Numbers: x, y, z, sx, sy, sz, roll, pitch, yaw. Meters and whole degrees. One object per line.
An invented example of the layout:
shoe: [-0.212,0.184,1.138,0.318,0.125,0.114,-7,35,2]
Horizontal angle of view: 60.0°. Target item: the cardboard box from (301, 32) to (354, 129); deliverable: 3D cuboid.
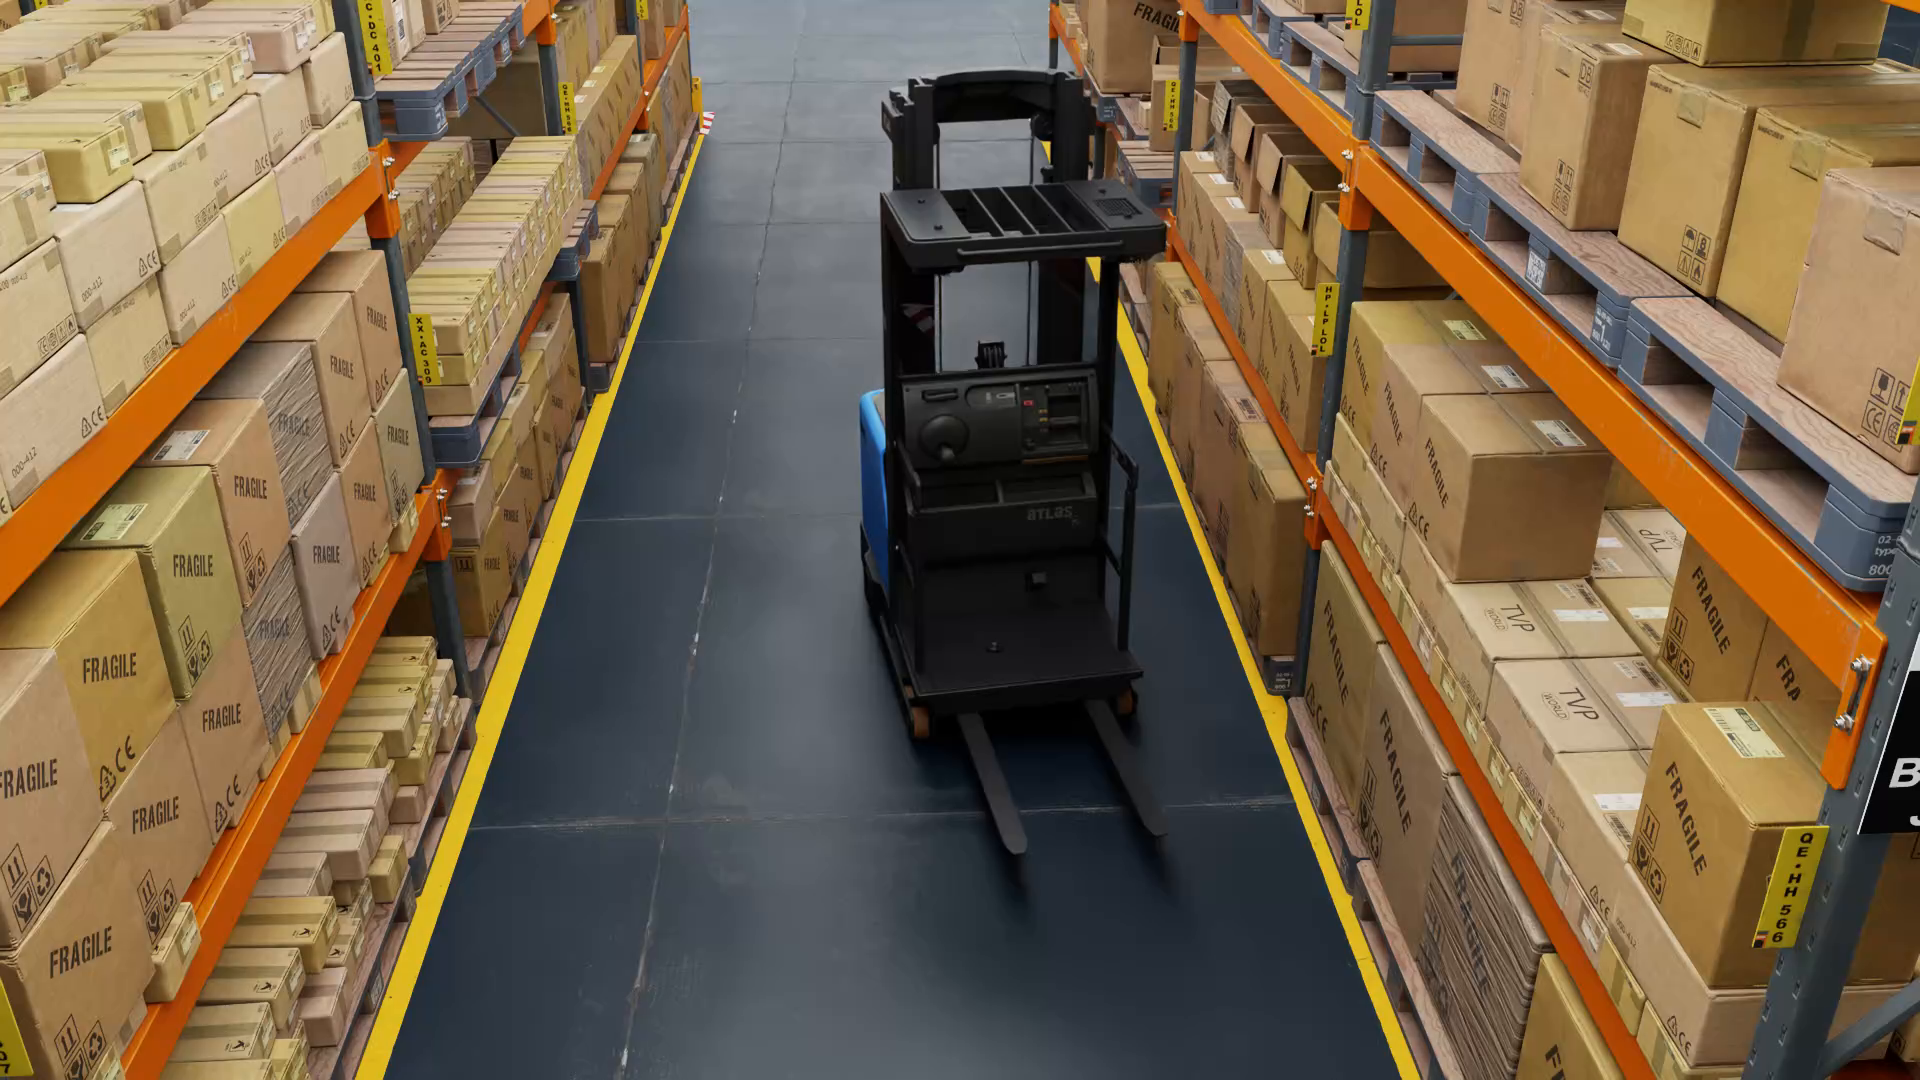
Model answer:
cardboard box: [-2.564,-1.693,6.131,0.500,0.250,0.500,-3,28,-5]

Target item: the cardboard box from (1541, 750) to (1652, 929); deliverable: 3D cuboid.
cardboard box: [2.009,0.842,4.733,0.500,0.250,0.500,-2,28,-4]

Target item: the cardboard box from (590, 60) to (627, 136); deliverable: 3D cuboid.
cardboard box: [-2.912,-3.453,13.018,0.500,0.500,0.500,-1,28,-2]

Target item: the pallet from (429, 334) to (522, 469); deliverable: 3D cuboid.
pallet: [-2.736,-0.687,8.030,1.003,0.211,1.213,-1,28,-3]

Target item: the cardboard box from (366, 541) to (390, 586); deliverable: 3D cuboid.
cardboard box: [-2.517,0.064,6.656,0.380,0.149,0.250,0,28,-1]

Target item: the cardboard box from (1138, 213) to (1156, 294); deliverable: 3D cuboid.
cardboard box: [1.775,-2.249,13.045,0.700,0.500,0.500,1,28,2]

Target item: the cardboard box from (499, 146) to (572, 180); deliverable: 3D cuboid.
cardboard box: [-2.556,-2.270,10.033,0.380,0.149,0.250,-2,28,-3]

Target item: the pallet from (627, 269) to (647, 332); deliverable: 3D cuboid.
pallet: [-3.077,-1.954,13.268,1.003,0.211,1.213,-1,28,-3]

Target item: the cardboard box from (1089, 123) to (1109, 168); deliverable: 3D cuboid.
cardboard box: [1.570,-3.996,16.416,0.500,0.500,0.500,-4,28,-7]

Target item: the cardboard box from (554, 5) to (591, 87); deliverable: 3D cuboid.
cardboard box: [-3.148,-3.664,12.342,0.700,0.500,0.500,-2,28,-3]

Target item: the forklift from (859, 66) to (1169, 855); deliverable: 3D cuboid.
forklift: [0.240,-0.534,7.604,1.130,2.935,3.031,-5,28,-10]

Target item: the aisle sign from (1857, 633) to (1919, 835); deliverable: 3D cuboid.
aisle sign: [2.030,0.247,3.222,0.394,0.787,0.004,-1,28,-3]

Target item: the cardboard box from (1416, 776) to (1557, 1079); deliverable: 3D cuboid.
cardboard box: [2.165,1.401,5.664,0.875,0.875,0.875,-1,28,-3]

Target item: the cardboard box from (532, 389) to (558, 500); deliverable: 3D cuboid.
cardboard box: [-2.688,-0.559,9.827,0.500,0.500,0.500,-3,28,-5]

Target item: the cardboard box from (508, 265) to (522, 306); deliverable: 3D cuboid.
cardboard box: [-2.463,-1.298,8.492,0.380,0.149,0.250,0,28,-1]

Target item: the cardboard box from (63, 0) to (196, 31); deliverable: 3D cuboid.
cardboard box: [-3.068,-1.937,6.167,0.380,0.149,0.250,-2,28,-4]

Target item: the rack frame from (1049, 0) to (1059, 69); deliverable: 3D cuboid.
rack frame: [1.490,-6.030,18.068,1.000,3.000,0.127,-1,28,-3]

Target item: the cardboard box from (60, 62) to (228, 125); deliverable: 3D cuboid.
cardboard box: [-2.459,-1.343,5.028,0.380,0.149,0.250,-2,28,-3]

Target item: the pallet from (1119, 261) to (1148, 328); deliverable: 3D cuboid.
pallet: [1.808,-2.022,13.399,1.003,0.211,1.213,-1,28,-3]

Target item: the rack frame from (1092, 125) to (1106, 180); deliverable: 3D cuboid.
rack frame: [1.699,-4.183,14.526,1.000,3.000,0.127,-1,28,-3]

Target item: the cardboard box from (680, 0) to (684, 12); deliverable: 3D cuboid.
cardboard box: [-3.404,-5.853,17.567,0.875,0.550,0.550,-1,28,-3]

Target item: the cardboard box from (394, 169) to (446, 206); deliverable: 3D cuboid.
cardboard box: [-3.182,-2.023,9.560,0.380,0.149,0.250,-3,28,-5]

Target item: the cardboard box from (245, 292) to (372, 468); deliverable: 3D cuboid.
cardboard box: [-2.515,-0.586,6.118,0.500,0.500,0.500,-2,28,-4]

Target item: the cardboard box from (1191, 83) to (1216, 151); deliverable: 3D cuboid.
cardboard box: [1.840,-2.815,11.341,0.500,0.500,0.500,-5,28,-9]

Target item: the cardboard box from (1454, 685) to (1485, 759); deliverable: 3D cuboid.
cardboard box: [1.899,0.608,5.613,0.380,0.149,0.250,-1,28,-2]

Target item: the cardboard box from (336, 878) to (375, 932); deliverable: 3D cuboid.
cardboard box: [-2.480,1.435,6.383,0.380,0.149,0.250,-1,28,-2]

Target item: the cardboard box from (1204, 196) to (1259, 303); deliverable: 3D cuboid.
cardboard box: [1.721,-1.674,9.608,0.500,0.500,0.500,-2,28,-4]

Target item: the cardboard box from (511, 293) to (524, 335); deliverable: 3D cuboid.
cardboard box: [-2.458,-1.160,8.548,0.380,0.149,0.250,-3,28,-5]

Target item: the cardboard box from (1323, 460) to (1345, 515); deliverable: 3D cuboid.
cardboard box: [1.800,-0.232,7.224,0.380,0.149,0.250,-1,28,-3]

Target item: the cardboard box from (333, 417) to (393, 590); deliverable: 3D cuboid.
cardboard box: [-2.508,-0.135,6.336,0.500,0.500,0.500,-2,28,-4]

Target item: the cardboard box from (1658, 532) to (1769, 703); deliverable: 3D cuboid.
cardboard box: [2.511,0.263,5.032,0.500,0.500,0.500,-2,28,-4]

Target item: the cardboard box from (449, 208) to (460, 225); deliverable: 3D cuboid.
cardboard box: [-3.200,-1.877,9.923,0.380,0.149,0.250,0,28,0]

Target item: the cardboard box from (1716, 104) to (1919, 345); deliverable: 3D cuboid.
cardboard box: [2.336,-0.748,4.026,0.700,0.500,0.500,-2,28,-5]

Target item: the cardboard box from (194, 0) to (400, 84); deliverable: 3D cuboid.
cardboard box: [-2.752,-2.153,6.829,0.700,0.500,0.500,-1,28,-3]

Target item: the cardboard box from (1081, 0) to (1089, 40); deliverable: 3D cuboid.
cardboard box: [1.620,-5.029,15.718,0.875,0.500,0.500,-1,28,-3]

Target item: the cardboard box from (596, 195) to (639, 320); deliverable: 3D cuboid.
cardboard box: [-3.042,-2.138,12.585,1.050,0.750,0.750,-1,28,-2]

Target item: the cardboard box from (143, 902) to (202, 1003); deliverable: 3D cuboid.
cardboard box: [-2.338,1.144,4.585,0.380,0.149,0.250,-2,28,-4]

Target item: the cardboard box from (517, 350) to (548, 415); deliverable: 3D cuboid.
cardboard box: [-2.705,-0.895,9.661,0.500,0.250,0.500,-1,28,-1]

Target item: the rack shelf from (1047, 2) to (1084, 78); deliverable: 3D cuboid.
rack shelf: [1.595,-4.788,16.464,1.077,0.370,4.000,-1,28,-3]

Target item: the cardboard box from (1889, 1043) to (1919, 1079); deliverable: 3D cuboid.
cardboard box: [2.637,1.298,4.289,0.380,0.149,0.250,-1,28,-2]

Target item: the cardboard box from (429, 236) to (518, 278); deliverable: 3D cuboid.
cardboard box: [-2.459,-1.428,8.418,0.380,0.149,0.250,-2,28,-3]

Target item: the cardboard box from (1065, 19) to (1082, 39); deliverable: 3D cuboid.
cardboard box: [1.248,-5.086,16.530,0.380,0.149,0.250,-1,28,-3]

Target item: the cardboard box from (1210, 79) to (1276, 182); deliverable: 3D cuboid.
cardboard box: [1.930,-2.487,10.081,0.797,0.503,0.637,0,28,-1]

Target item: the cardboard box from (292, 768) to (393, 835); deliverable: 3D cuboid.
cardboard box: [-2.448,1.033,6.511,0.380,0.149,0.250,-3,28,-5]

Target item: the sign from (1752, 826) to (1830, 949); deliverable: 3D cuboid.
sign: [1.783,0.747,3.566,0.100,0.325,0.005,-1,28,-3]

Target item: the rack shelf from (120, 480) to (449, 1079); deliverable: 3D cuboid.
rack shelf: [-2.737,0.827,5.698,1.077,0.370,4.000,-1,28,-3]

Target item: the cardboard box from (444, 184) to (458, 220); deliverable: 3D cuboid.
cardboard box: [-3.192,-1.993,9.823,0.380,0.149,0.250,-2,28,-4]

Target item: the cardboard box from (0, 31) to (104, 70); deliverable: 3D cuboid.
cardboard box: [-3.050,-1.575,5.473,0.380,0.149,0.250,-2,28,-4]

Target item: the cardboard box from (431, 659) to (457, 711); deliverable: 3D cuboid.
cardboard box: [-2.508,0.668,7.532,0.380,0.149,0.250,-1,28,-2]

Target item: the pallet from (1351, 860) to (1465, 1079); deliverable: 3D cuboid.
pallet: [2.145,1.666,6.328,1.003,0.211,1.213,-1,28,-3]

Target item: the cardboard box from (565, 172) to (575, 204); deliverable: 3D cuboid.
cardboard box: [-2.554,-2.129,10.084,0.380,0.149,0.250,0,28,-1]

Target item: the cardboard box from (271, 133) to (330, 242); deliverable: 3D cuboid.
cardboard box: [-2.532,-1.228,5.779,0.500,0.250,0.500,-1,28,-3]

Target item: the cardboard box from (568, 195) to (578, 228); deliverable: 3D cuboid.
cardboard box: [-2.555,-2.006,10.170,0.380,0.149,0.250,-1,28,-3]

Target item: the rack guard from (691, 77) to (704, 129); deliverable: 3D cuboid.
rack guard: [-3.470,-4.860,18.527,1.175,0.500,0.348,-1,28,-3]
